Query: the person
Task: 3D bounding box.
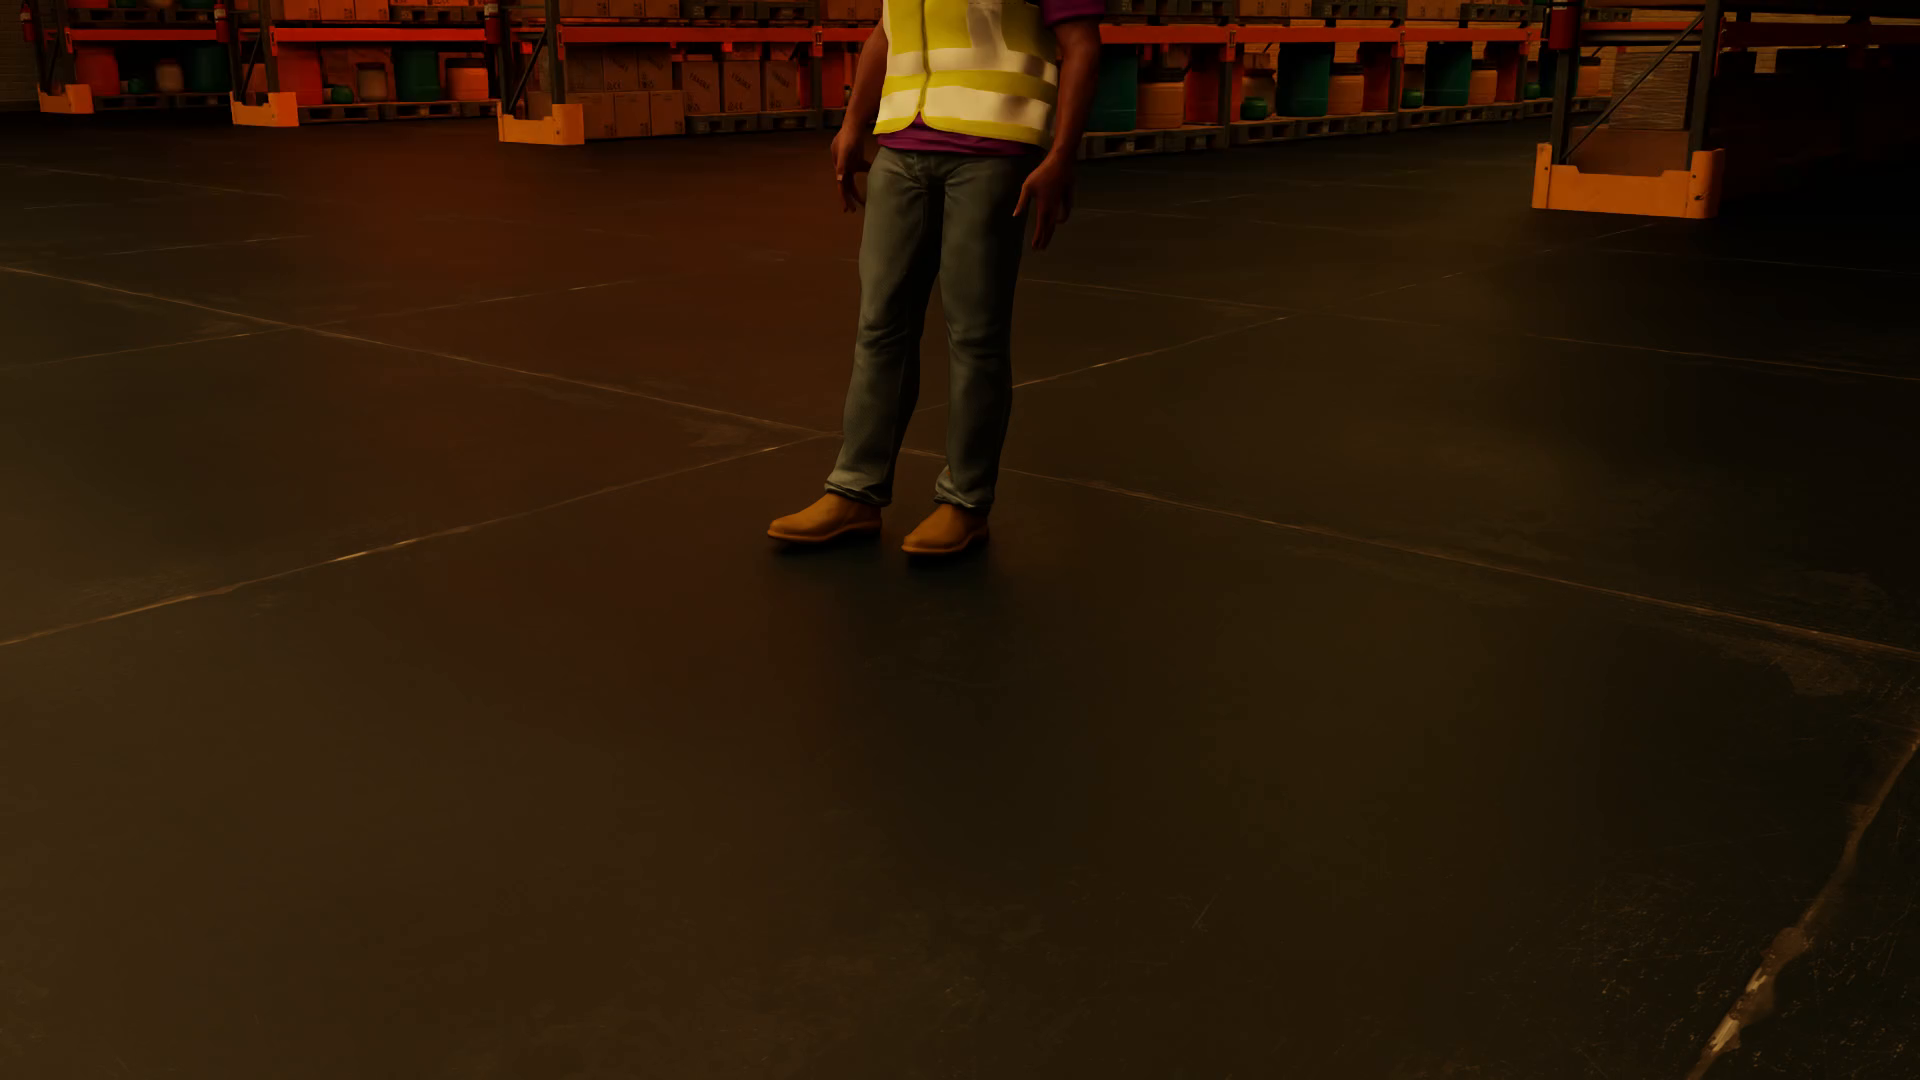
[{"bbox_3d":[-0.049,-0.837,3.635,0.666,1.768,0.575,13,21,37],"label":"person"}]
